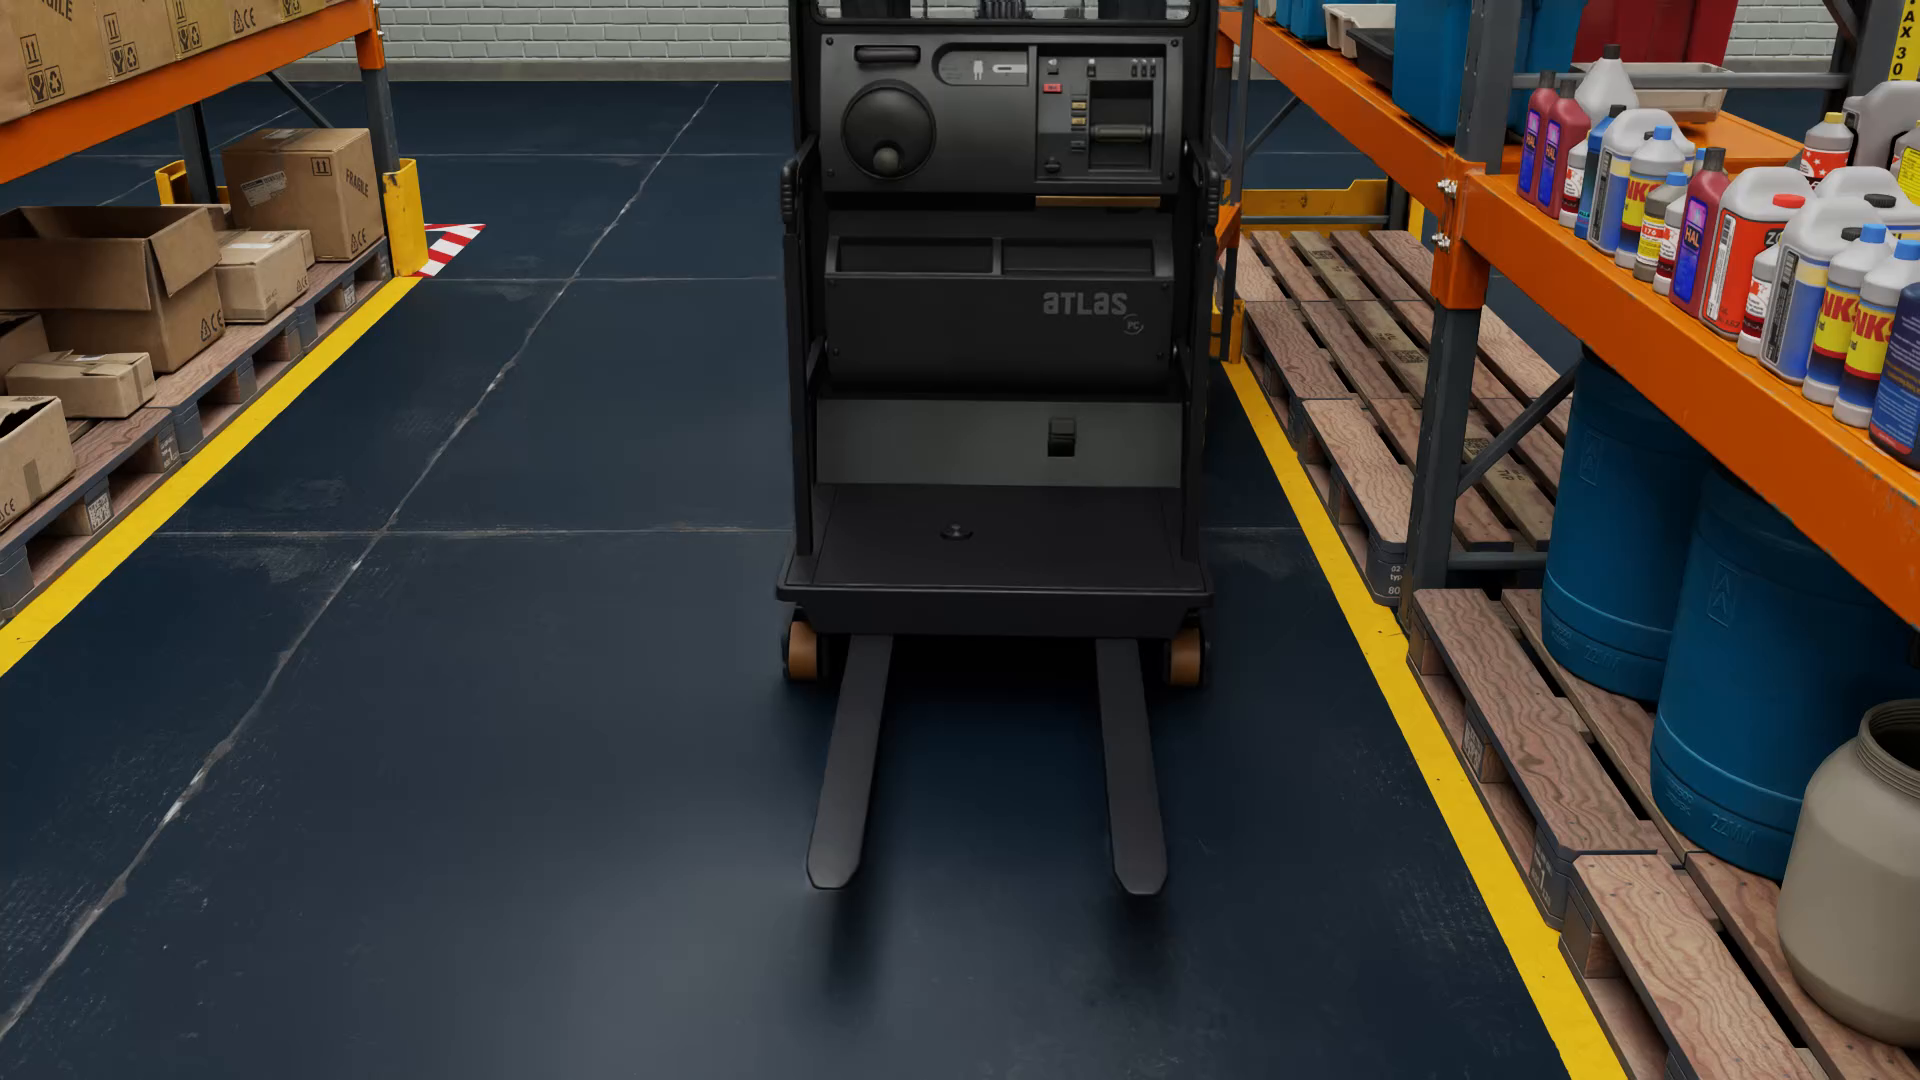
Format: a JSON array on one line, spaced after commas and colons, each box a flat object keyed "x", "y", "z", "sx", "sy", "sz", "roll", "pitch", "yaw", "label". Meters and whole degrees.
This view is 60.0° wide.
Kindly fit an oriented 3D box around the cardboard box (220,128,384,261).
[{"x": -2.996, "y": -1.586, "z": 7.615, "sx": 0.500, "sy": 0.500, "sz": 0.500, "roll": 0, "pitch": 24, "yaw": -1, "label": "cardboard box"}]

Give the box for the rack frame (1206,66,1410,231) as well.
[{"x": 1.705, "y": -2.768, "z": 7.730, "sx": 1.000, "sy": 3.000, "sz": 0.127, "roll": 0, "pitch": 24, "yaw": -1, "label": "rack frame"}]

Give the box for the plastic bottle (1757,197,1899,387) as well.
[{"x": 1.385, "y": -0.393, "z": 2.630, "sx": 0.152, "sy": 0.276, "sz": 0.135, "roll": 0, "pitch": 24, "yaw": -1, "label": "plastic bottle"}]

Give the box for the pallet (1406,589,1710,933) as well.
[{"x": 1.715, "y": 0.469, "z": 3.956, "sx": 1.003, "sy": 0.211, "sz": 1.213, "roll": 0, "pitch": 24, "yaw": -1, "label": "pallet"}]

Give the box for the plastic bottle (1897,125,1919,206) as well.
[{"x": 1.942, "y": -0.719, "z": 3.260, "sx": 0.144, "sy": 0.351, "sz": 0.185, "roll": 0, "pitch": 24, "yaw": -1, "label": "plastic bottle"}]

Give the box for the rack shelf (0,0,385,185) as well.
[{"x": -3.226, "y": -1.595, "z": 6.010, "sx": 1.077, "sy": 0.370, "sz": 4.000, "roll": 0, "pitch": 24, "yaw": -1, "label": "rack shelf"}]

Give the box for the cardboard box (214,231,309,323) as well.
[{"x": -3.016, "y": -1.080, "z": 6.801, "sx": 0.500, "sy": 0.250, "sz": 0.500, "roll": 0, "pitch": 24, "yaw": -1, "label": "cardboard box"}]

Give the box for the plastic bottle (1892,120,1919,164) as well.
[{"x": 2.105, "y": -0.820, "z": 3.665, "sx": 0.097, "sy": 0.201, "sz": 0.097, "roll": 0, "pitch": 24, "yaw": 0, "label": "plastic bottle"}]

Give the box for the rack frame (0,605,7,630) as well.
[{"x": -3.205, "y": -1.099, "z": 4.039, "sx": 1.000, "sy": 3.000, "sz": 0.127, "roll": 0, "pitch": 24, "yaw": -1, "label": "rack frame"}]

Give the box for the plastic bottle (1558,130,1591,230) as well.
[{"x": 1.347, "y": -0.773, "z": 3.561, "sx": 0.097, "sy": 0.201, "sz": 0.097, "roll": 0, "pitch": 24, "yaw": 0, "label": "plastic bottle"}]

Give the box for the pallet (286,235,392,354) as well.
[{"x": -3.238, "y": -1.116, "z": 7.463, "sx": 1.003, "sy": 0.211, "sz": 1.213, "roll": 0, "pitch": 24, "yaw": -1, "label": "pallet"}]

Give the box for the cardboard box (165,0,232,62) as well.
[{"x": -2.957, "y": -1.982, "z": 5.871, "sx": 0.500, "sy": 0.500, "sz": 0.500, "roll": -1, "pitch": 24, "yaw": -1, "label": "cardboard box"}]

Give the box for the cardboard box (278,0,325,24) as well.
[{"x": -2.962, "y": -2.395, "z": 6.785, "sx": 0.500, "sy": 0.500, "sz": 0.500, "roll": 0, "pitch": 24, "yaw": 0, "label": "cardboard box"}]

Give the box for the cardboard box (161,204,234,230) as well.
[{"x": -3.587, "y": -1.474, "z": 7.796, "sx": 0.380, "sy": 0.149, "sz": 0.250, "roll": 0, "pitch": 24, "yaw": -1, "label": "cardboard box"}]

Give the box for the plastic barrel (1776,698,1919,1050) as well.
[{"x": 1.662, "y": 0.572, "z": 2.855, "sx": 0.421, "sy": 0.512, "sz": 0.421, "roll": 0, "pitch": 24, "yaw": 0, "label": "plastic barrel"}]

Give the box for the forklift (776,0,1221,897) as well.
[{"x": 0.101, "y": -1.079, "z": 4.078, "sx": 1.130, "sy": 2.935, "sz": 3.031, "roll": 1, "pitch": 24, "yaw": 2, "label": "forklift"}]

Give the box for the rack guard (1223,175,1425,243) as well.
[{"x": 1.692, "y": -1.639, "z": 8.266, "sx": 1.175, "sy": 0.500, "sz": 0.348, "roll": 0, "pitch": 24, "yaw": -1, "label": "rack guard"}]

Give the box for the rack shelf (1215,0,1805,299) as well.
[{"x": 1.727, "y": -1.616, "z": 6.056, "sx": 1.077, "sy": 0.370, "sz": 4.000, "roll": 0, "pitch": 24, "yaw": -1, "label": "rack shelf"}]

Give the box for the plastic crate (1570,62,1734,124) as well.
[{"x": 1.886, "y": -1.219, "z": 4.553, "sx": 0.396, "sy": 0.136, "sz": 0.243, "roll": 0, "pitch": 24, "yaw": -1, "label": "plastic crate"}]

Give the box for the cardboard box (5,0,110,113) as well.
[{"x": -2.946, "y": -1.566, "z": 4.952, "sx": 0.500, "sy": 0.500, "sz": 0.500, "roll": 0, "pitch": 24, "yaw": 0, "label": "cardboard box"}]

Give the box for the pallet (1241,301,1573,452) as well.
[{"x": 1.686, "y": -0.656, "z": 6.444, "sx": 1.003, "sy": 0.211, "sz": 1.213, "roll": 0, "pitch": 24, "yaw": -1, "label": "pallet"}]

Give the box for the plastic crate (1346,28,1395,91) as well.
[{"x": 1.468, "y": -1.481, "z": 5.147, "sx": 0.437, "sy": 0.125, "sz": 0.590, "roll": 0, "pitch": 24, "yaw": -1, "label": "plastic crate"}]

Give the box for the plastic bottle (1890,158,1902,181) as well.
[{"x": 1.956, "y": -0.709, "z": 3.419, "sx": 0.097, "sy": 0.201, "sz": 0.097, "roll": 0, "pitch": 24, "yaw": 0, "label": "plastic bottle"}]

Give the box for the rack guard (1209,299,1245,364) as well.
[{"x": 0.879, "y": -0.888, "z": 6.910, "sx": 0.587, "sy": 0.250, "sz": 0.087, "roll": 7, "pitch": 25, "yaw": 15, "label": "rack guard"}]

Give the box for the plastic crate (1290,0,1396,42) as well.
[{"x": 1.396, "y": -1.949, "z": 6.050, "sx": 0.416, "sy": 0.233, "sz": 0.300, "roll": 0, "pitch": 24, "yaw": -1, "label": "plastic crate"}]

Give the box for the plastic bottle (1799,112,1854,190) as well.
[{"x": 1.952, "y": -0.860, "z": 3.752, "sx": 0.097, "sy": 0.201, "sz": 0.097, "roll": 0, "pitch": 24, "yaw": 0, "label": "plastic bottle"}]

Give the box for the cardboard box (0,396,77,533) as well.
[{"x": -2.993, "y": -0.248, "z": 4.887, "sx": 0.500, "sy": 0.311, "sz": 0.500, "roll": 0, "pitch": 24, "yaw": -1, "label": "cardboard box"}]

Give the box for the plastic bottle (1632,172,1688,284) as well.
[{"x": 1.352, "y": -0.598, "z": 3.173, "sx": 0.097, "sy": 0.201, "sz": 0.097, "roll": 0, "pitch": 24, "yaw": 0, "label": "plastic bottle"}]

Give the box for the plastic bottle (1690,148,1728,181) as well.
[{"x": 1.501, "y": -0.694, "z": 3.385, "sx": 0.097, "sy": 0.201, "sz": 0.097, "roll": 0, "pitch": 24, "yaw": 0, "label": "plastic bottle"}]

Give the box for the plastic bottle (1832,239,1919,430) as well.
[{"x": 1.360, "y": -0.303, "z": 2.437, "sx": 0.097, "sy": 0.271, "sz": 0.097, "roll": 0, "pitch": 24, "yaw": 0, "label": "plastic bottle"}]

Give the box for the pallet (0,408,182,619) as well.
[{"x": -3.211, "y": -0.111, "z": 5.240, "sx": 1.003, "sy": 0.211, "sz": 1.213, "roll": 0, "pitch": 24, "yaw": -1, "label": "pallet"}]

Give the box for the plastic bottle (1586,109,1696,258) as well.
[{"x": 1.377, "y": -0.720, "z": 3.352, "sx": 0.152, "sy": 0.276, "sz": 0.135, "roll": 0, "pitch": 24, "yaw": -1, "label": "plastic bottle"}]

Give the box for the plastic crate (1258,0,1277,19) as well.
[{"x": 1.307, "y": -2.160, "z": 6.632, "sx": 0.250, "sy": 0.136, "sz": 0.298, "roll": 0, "pitch": 24, "yaw": -1, "label": "plastic crate"}]

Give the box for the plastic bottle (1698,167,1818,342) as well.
[{"x": 1.383, "y": -0.489, "z": 2.842, "sx": 0.152, "sy": 0.276, "sz": 0.135, "roll": 0, "pitch": 24, "yaw": -1, "label": "plastic bottle"}]

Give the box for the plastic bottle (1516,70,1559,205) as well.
[{"x": 1.326, "y": -0.913, "z": 3.771, "sx": 0.061, "sy": 0.283, "sz": 0.133, "roll": 0, "pitch": 24, "yaw": -1, "label": "plastic bottle"}]

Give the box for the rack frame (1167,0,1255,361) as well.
[{"x": 0.879, "y": -1.458, "z": 6.654, "sx": 0.500, "sy": 1.500, "sz": 0.032, "roll": 7, "pitch": 25, "yaw": 15, "label": "rack frame"}]

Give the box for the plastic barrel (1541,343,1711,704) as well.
[{"x": 1.737, "y": -0.130, "z": 3.935, "sx": 0.600, "sy": 0.901, "sz": 0.708, "roll": 0, "pitch": 24, "yaw": -1, "label": "plastic barrel"}]

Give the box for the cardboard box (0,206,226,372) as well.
[{"x": -3.230, "y": -0.936, "z": 6.175, "sx": 0.797, "sy": 0.503, "sz": 0.637, "roll": 0, "pitch": 24, "yaw": -1, "label": "cardboard box"}]

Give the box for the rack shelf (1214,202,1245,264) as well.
[{"x": 0.736, "y": -1.093, "z": 6.283, "sx": 0.538, "sy": 0.185, "sz": 1.000, "roll": 7, "pitch": 25, "yaw": 15, "label": "rack shelf"}]

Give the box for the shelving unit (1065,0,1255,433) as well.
[{"x": 0.738, "y": -1.261, "z": 6.217, "sx": 0.587, "sy": 1.500, "sz": 1.083, "roll": 7, "pitch": 25, "yaw": 15, "label": "shelving unit"}]
